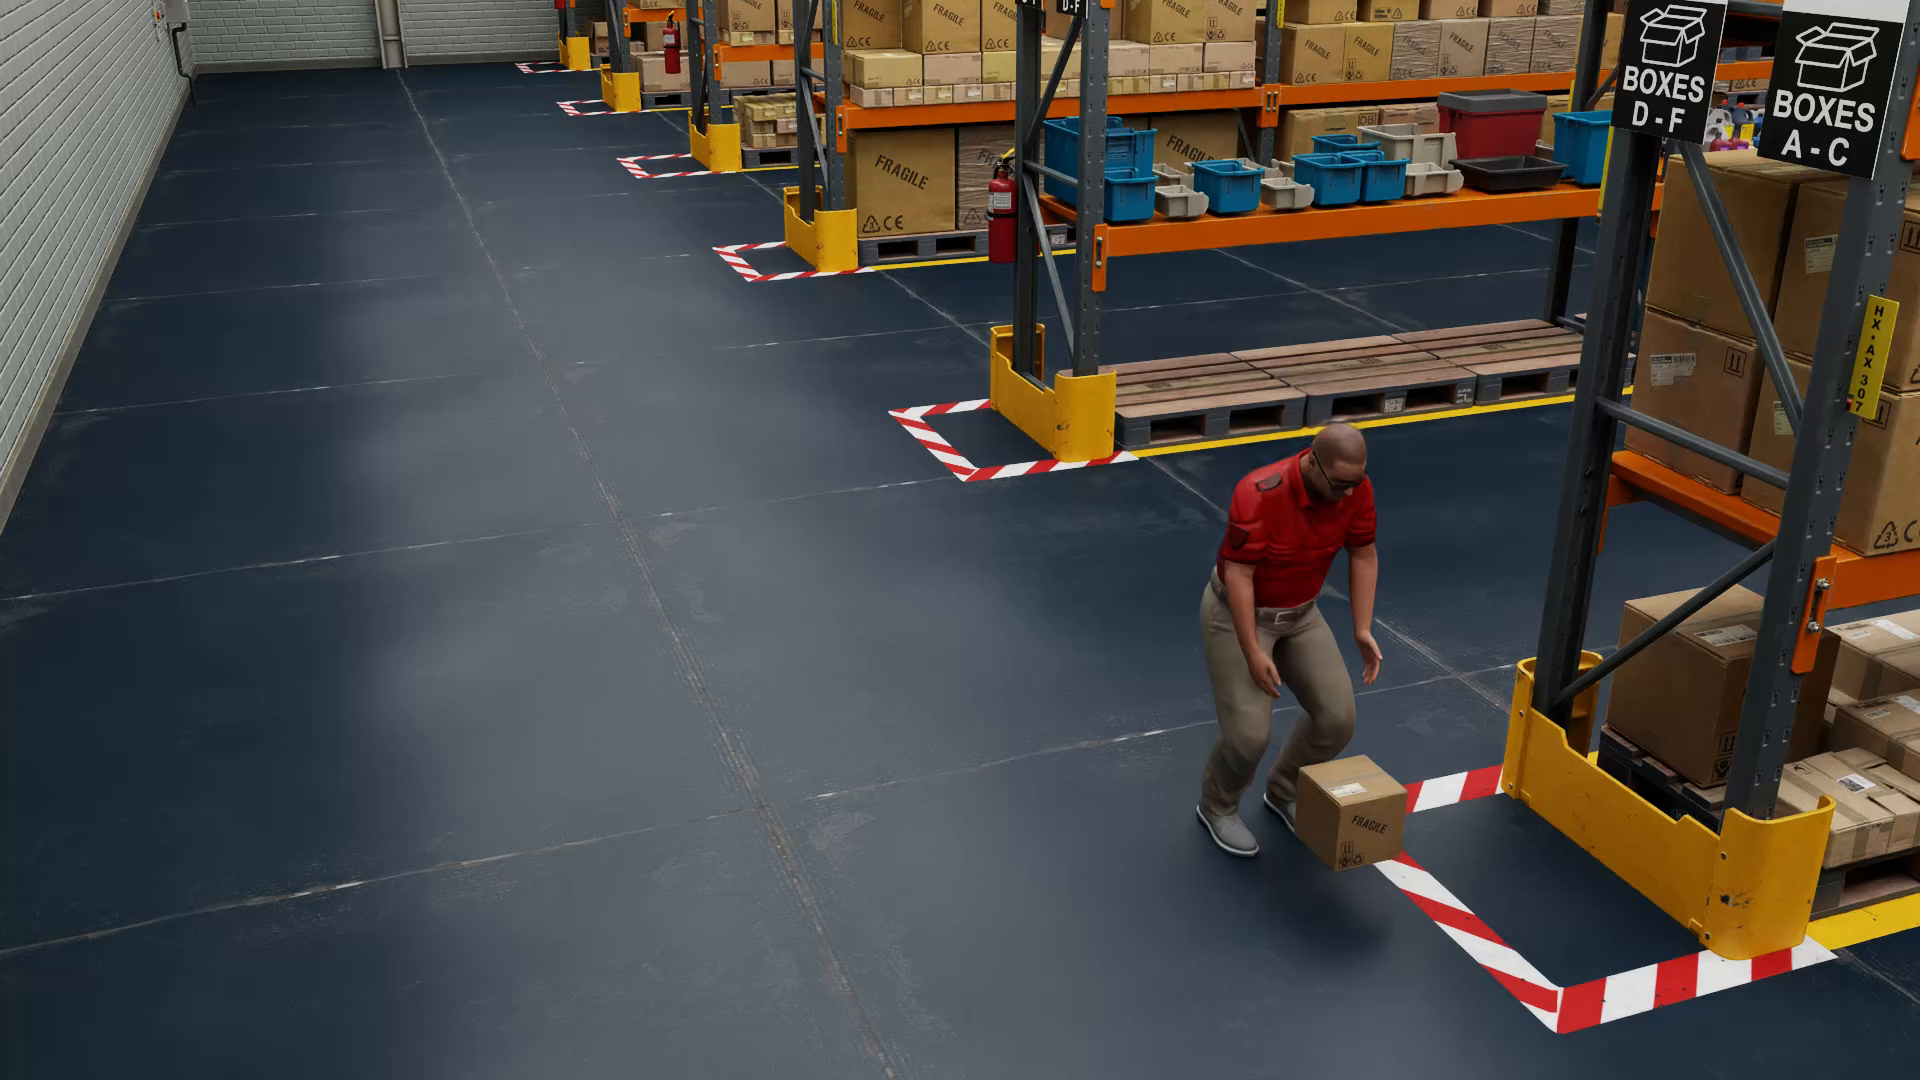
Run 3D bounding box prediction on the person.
[{"bbox_3d":[1.106,0.260,5.601,0.576,1.482,0.574,-9,24,-20],"label":"person"}]
